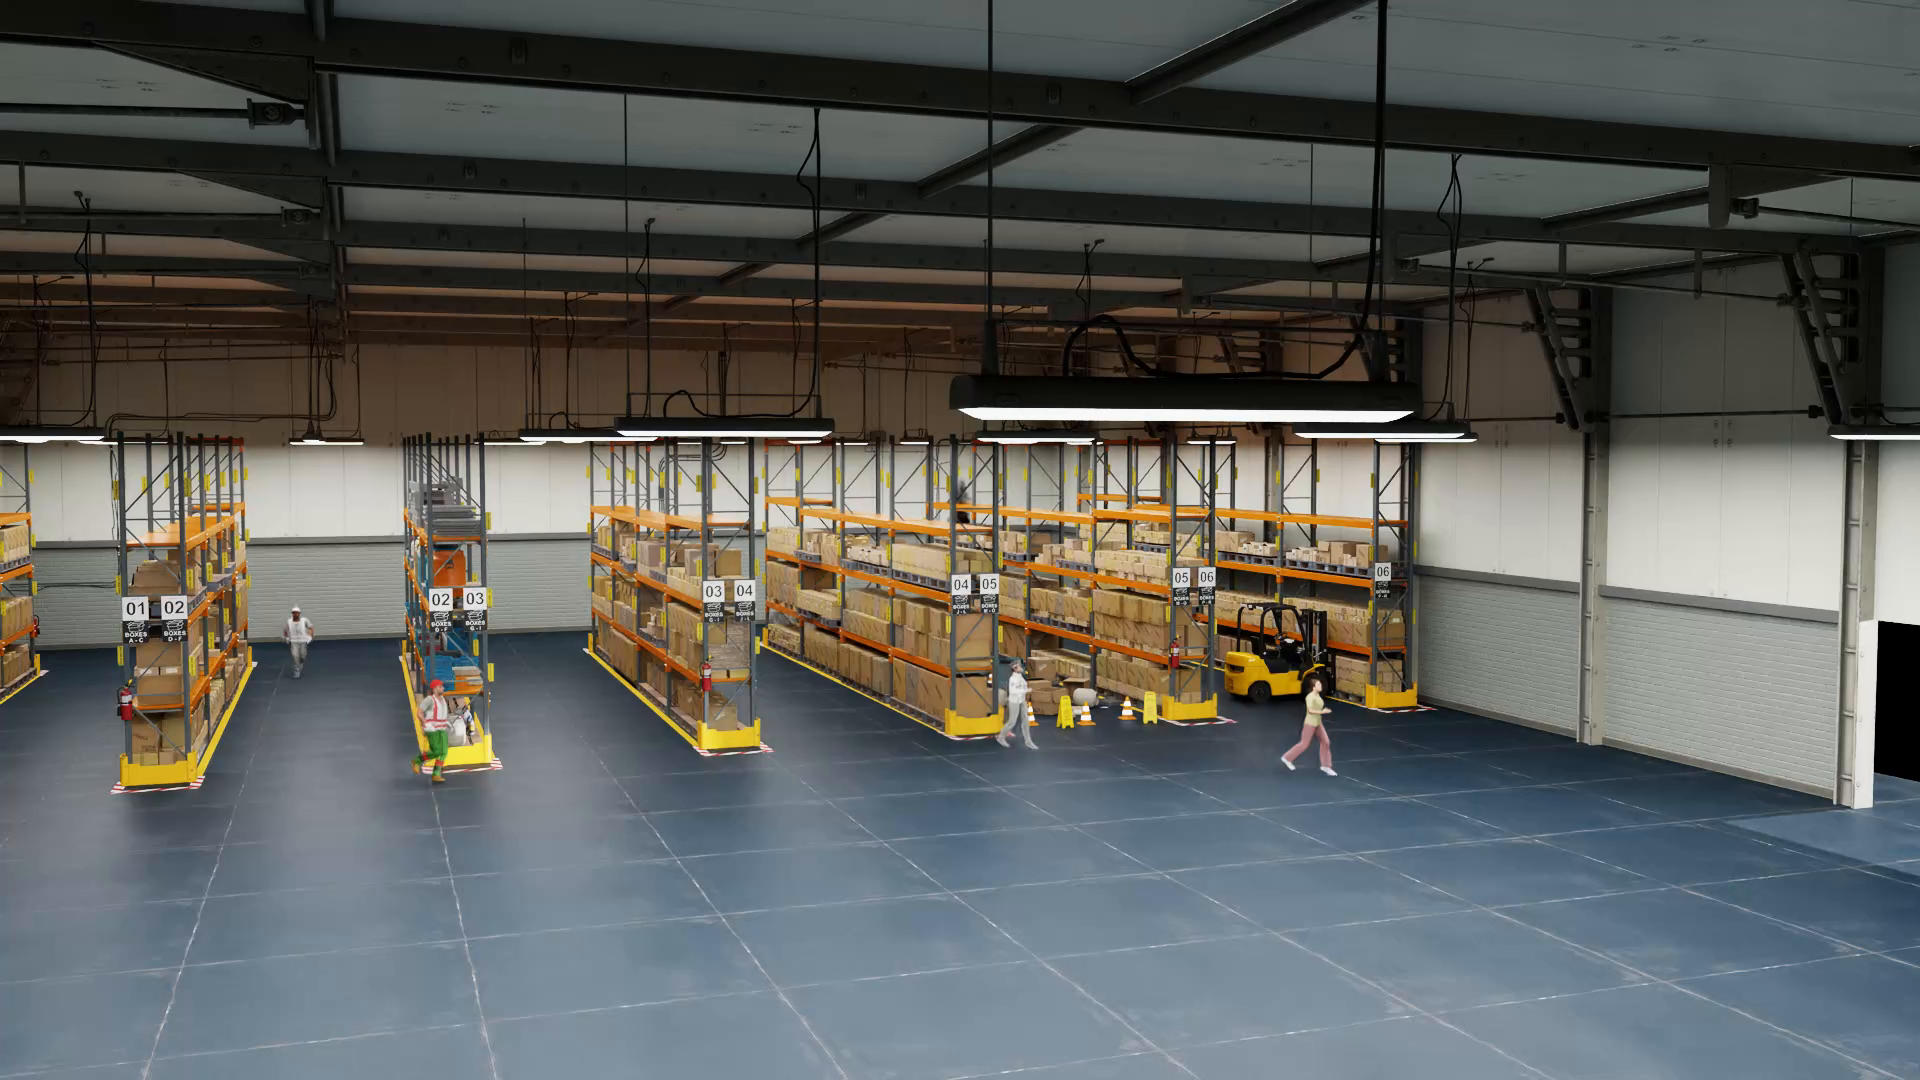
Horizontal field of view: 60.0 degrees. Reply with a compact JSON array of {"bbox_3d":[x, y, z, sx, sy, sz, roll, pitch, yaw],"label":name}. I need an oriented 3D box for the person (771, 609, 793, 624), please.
[{"bbox_3d":[-5.297,1.904,49.422,0.825,1.860,0.667,-2,4,-36],"label":"person"}]

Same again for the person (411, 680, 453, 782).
[{"bbox_3d":[-9.039,3.270,28.696,0.706,1.716,0.706,1,3,21],"label":"person"}]

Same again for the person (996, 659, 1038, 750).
[{"bbox_3d":[1.076,3.109,31.523,0.822,1.719,0.613,1,3,25],"label":"person"}]

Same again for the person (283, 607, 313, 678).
[{"bbox_3d":[-16.534,2.549,41.560,0.703,1.756,0.667,-1,3,-18],"label":"person"}]

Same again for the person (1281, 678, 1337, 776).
[{"bbox_3d":[6.145,3.266,29.192,0.955,1.695,0.583,2,4,30],"label":"person"}]
